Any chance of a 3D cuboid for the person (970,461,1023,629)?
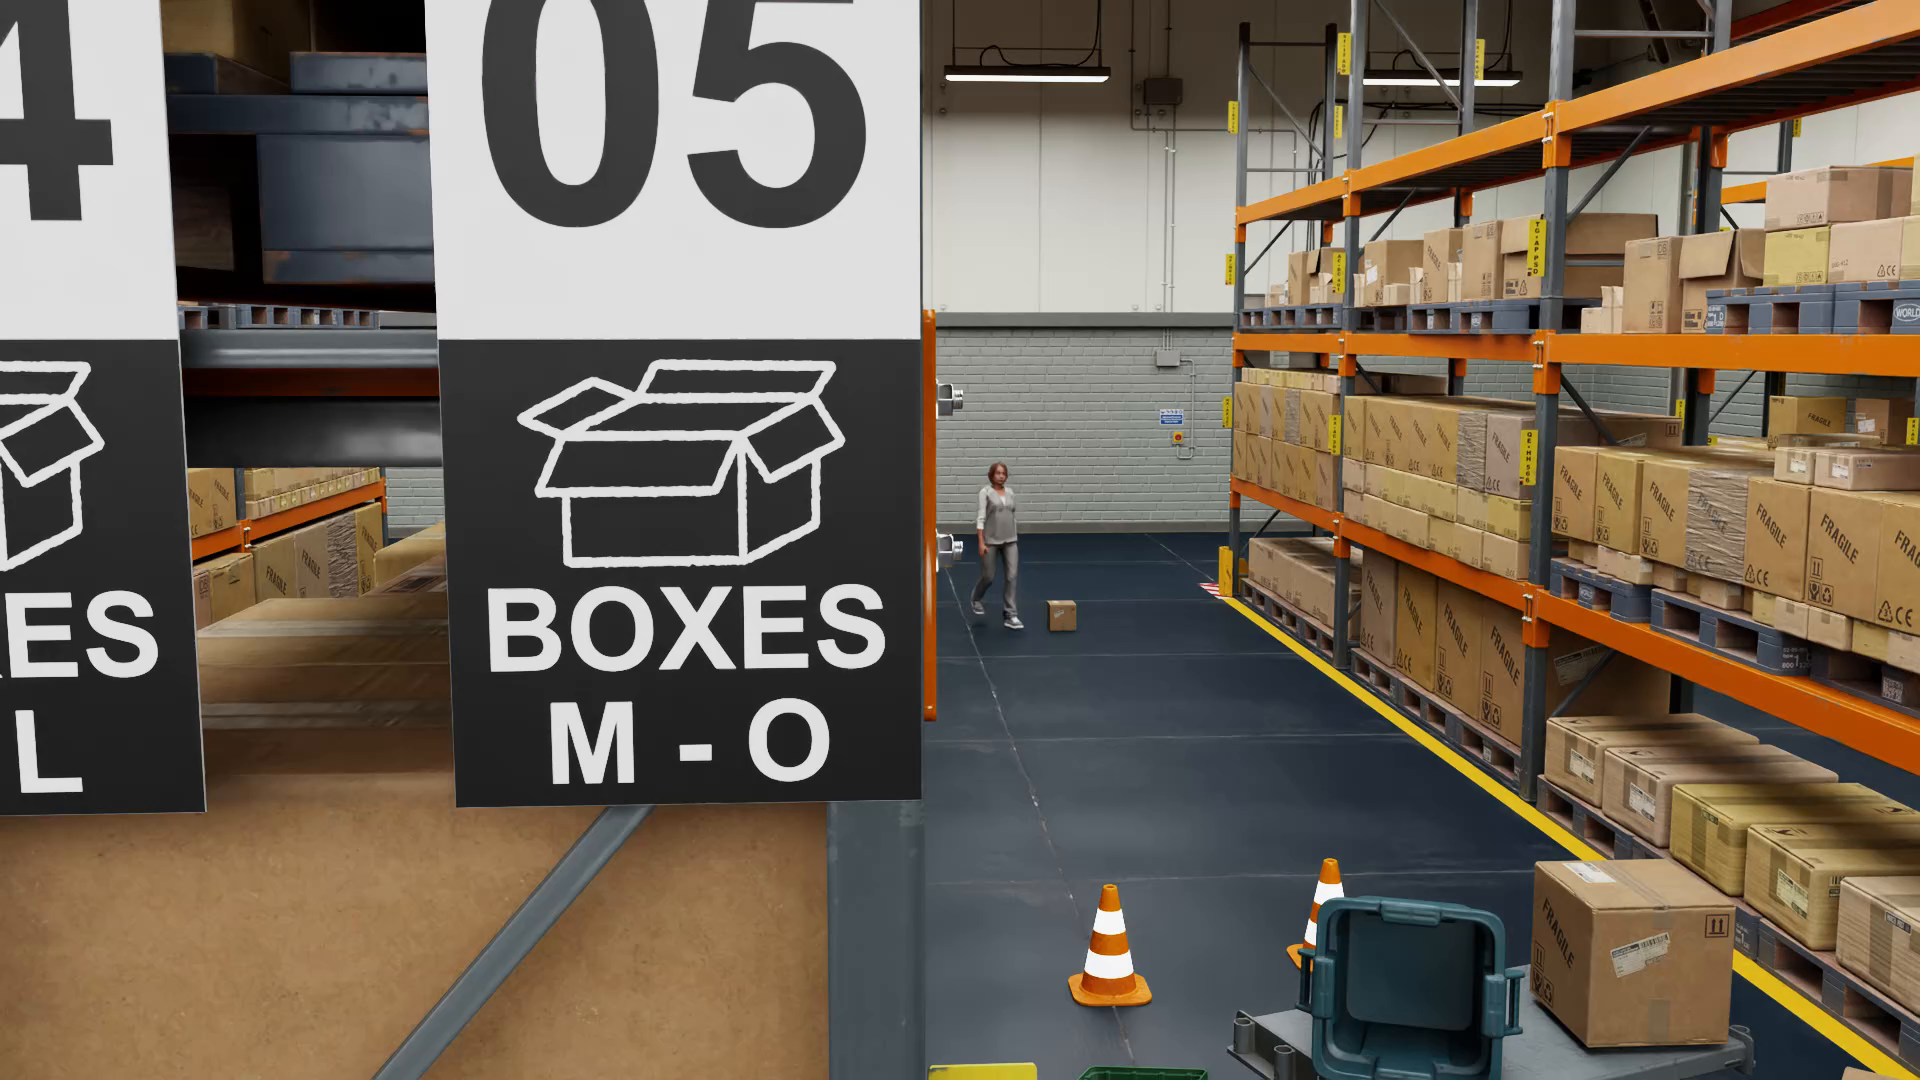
[{"bbox_3d":[0.366,0.043,15.945,0.425,1.553,0.756,-3,8,-22],"label":"person"}]
